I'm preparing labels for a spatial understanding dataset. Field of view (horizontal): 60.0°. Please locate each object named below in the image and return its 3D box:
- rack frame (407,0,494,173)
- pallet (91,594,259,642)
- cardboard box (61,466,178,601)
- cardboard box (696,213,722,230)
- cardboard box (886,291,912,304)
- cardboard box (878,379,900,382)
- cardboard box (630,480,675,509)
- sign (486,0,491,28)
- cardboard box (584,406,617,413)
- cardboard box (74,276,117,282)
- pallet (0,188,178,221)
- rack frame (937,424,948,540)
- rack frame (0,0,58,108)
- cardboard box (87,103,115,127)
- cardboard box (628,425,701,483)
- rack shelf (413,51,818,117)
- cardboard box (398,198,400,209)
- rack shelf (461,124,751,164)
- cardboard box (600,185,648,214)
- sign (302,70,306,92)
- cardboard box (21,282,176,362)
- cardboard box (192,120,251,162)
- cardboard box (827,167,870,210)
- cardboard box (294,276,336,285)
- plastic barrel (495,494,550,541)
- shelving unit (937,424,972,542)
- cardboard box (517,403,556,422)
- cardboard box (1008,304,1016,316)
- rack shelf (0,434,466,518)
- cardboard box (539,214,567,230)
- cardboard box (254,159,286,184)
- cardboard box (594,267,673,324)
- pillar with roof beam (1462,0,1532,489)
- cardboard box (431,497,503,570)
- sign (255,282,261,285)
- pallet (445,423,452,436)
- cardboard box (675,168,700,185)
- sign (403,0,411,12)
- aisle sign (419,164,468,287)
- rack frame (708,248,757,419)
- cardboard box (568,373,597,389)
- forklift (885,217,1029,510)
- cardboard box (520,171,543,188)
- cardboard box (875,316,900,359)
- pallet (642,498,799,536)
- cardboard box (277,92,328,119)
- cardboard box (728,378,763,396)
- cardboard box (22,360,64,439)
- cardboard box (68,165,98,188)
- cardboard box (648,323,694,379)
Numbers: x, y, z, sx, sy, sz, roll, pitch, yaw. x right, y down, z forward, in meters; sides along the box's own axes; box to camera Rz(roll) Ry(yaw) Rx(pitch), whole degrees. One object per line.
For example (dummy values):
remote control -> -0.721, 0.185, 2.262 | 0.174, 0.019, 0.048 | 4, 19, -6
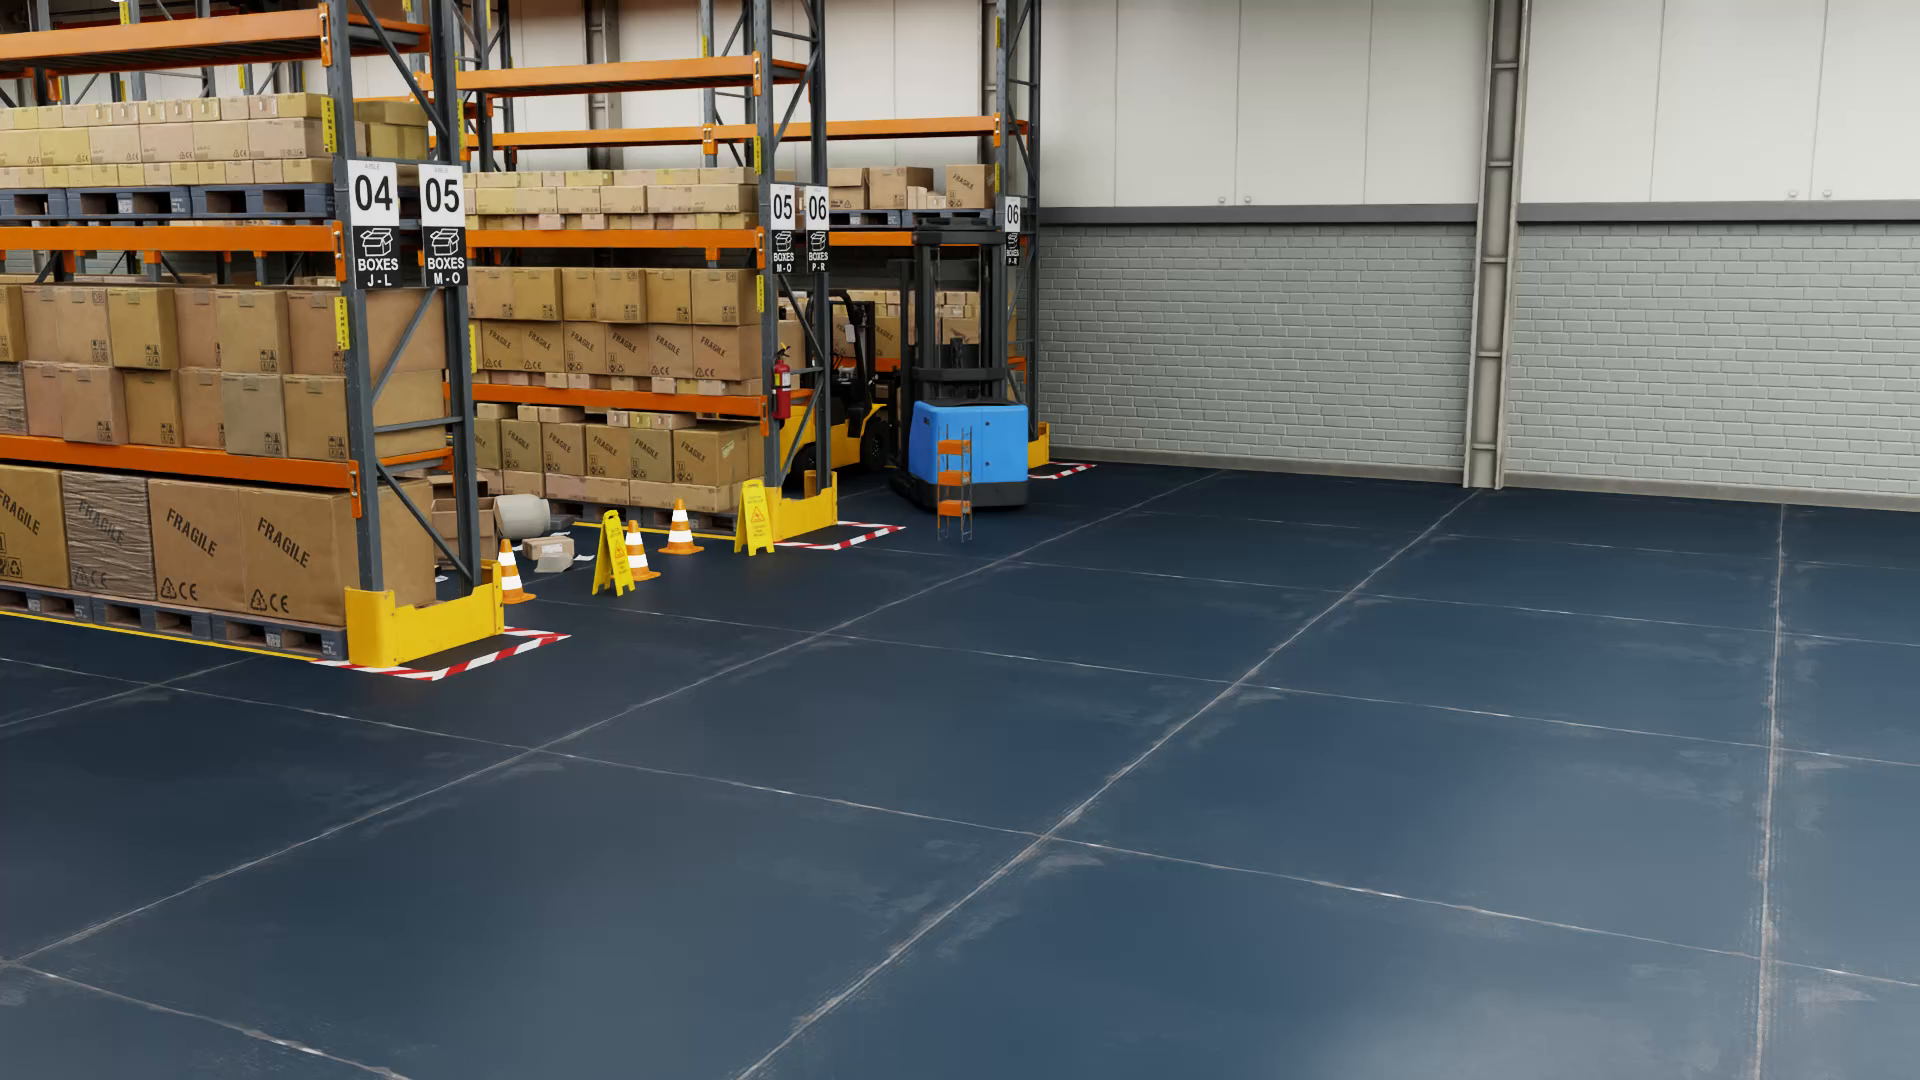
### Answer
rack frame -> -5.099, -4.821, 16.621 | 0.127, 3.000, 1.000 | 5, 11, 26
pallet -> -5.453, 0.470, 12.062 | 1.213, 0.211, 1.003 | 5, 11, 26
cardboard box -> -5.855, -0.101, 12.171 | 0.875, 0.875, 0.875 | 5, 11, 26
cardboard box -> -2.193, -2.904, 15.157 | 0.250, 0.149, 0.380 | 5, 11, 26
cardboard box -> -0.688, -2.922, 20.032 | 0.250, 0.149, 0.380 | 5, 12, 27
cardboard box -> -1.016, -1.882, 20.961 | 0.500, 0.250, 0.500 | 5, 11, 25
cardboard box -> -2.817, -0.471, 15.969 | 0.500, 0.250, 0.500 | 5, 11, 26
sign -> -4.842, -5.405, 17.002 | 0.005, 0.325, 0.100 | 5, 11, 26
cardboard box -> -4.746, -1.861, 22.599 | 0.625, 0.625, 0.875 | 5, 11, 23
cardboard box -> -9.729, -2.764, 19.010 | 0.500, 0.500, 0.500 | 5, 12, 27
pallet -> -6.469, -2.437, 12.119 | 1.213, 0.211, 1.003 | 5, 11, 26
rack frame -> -0.157, -0.530, 15.233 | 0.008, 1.050, 0.200 | 5, 11, 26
rack frame -> -7.199, -4.023, 12.209 | 0.127, 3.000, 1.000 | 5, 11, 26
cardboard box -> -5.658, -2.869, 11.261 | 0.250, 0.149, 0.380 | 5, 11, 26
cardboard box -> -2.815, -0.839, 15.898 | 0.500, 0.500, 0.500 | 6, 12, 28
rack shelf -> -3.305, -4.308, 15.815 | 4.000, 0.370, 1.077 | 5, 11, 26
cardboard box -> -5.687, -3.501, 16.991 | 0.500, 0.250, 0.500 | 5, 11, 25
rack shelf -> -4.700, -5.221, 21.974 | 4.000, 0.370, 1.077 | 5, 11, 26
cardboard box -> -3.008, -3.180, 15.561 | 0.500, 0.250, 0.500 | 5, 12, 27
sign -> -9.840, -6.871, 24.881 | 0.005, 0.325, 0.100 | 5, 11, 26
cardboard box -> -6.338, -1.617, 12.306 | 0.550, 0.550, 0.875 | 5, 11, 26
cardboard box -> -4.622, -2.593, 10.861 | 0.500, 0.250, 0.500 | 5, 11, 26
cardboard box -> -1.206, -4.275, 20.274 | 0.637, 0.503, 0.797 | 5, 12, 28
cardboard box -> -7.094, -2.822, 18.303 | 0.250, 0.149, 0.380 | 4, 11, 23
plastic barrel -> -4.034, -0.207, 15.207 | 0.512, 0.421, 0.421 | -4, 11, -23
shelving unit -> -0.048, -0.521, 15.180 | 0.252, 1.050, 0.215 | 5, 11, 26
cardboard box -> -4.142, -1.262, 16.414 | 0.250, 0.149, 0.380 | 6, 12, 28
cardboard box -> 0.492, -2.784, 20.106 | 0.250, 0.149, 0.380 | 5, 11, 24
rack shelf -> -5.405, -0.559, 11.937 | 4.000, 0.370, 1.077 | 5, 11, 26
cardboard box -> -3.811, -3.042, 15.920 | 0.250, 0.149, 0.380 | 5, 11, 25
cardboard box -> -4.285, -2.356, 10.667 | 0.250, 0.149, 0.380 | 5, 11, 26
cardboard box -> -3.020, -2.312, 15.678 | 0.500, 0.500, 0.700 | 5, 11, 25
pillar with roof beam -> 3.931, -4.338, 13.949 | 0.400, 9.000, 9.100 | 5, 11, 26
cardboard box -> -4.207, -0.060, 14.167 | 0.637, 0.503, 0.797 | -2, 11, -14
sign -> -10.313, -3.631, 24.461 | 0.005, 0.325, 0.100 | 5, 11, 26
pallet -> -7.146, -1.670, 23.886 | 1.213, 0.211, 1.003 | 5, 11, 26
cardboard box -> -2.397, -3.322, 15.226 | 0.250, 0.149, 0.380 | 5, 11, 25
sign -> -5.339, -5.270, 16.032 | 0.005, 0.325, 0.100 | 5, 11, 26
aisle sign -> -3.415, -2.077, 11.004 | 0.004, 0.787, 0.394 | 5, 11, 26
rack frame -> -2.906, -2.662, 21.538 | 0.127, 3.000, 1.000 | 5, 11, 26
cardboard box -> -3.577, -1.552, 16.108 | 0.250, 0.149, 0.380 | 5, 11, 26
forklift -> -0.161, -1.969, 17.900 | 1.130, 2.935, 3.031 | -3, 11, -14
cardboard box -> -4.013, -3.463, 16.003 | 0.250, 0.149, 0.380 | 5, 11, 24
cardboard box -> -0.797, -2.476, 20.226 | 0.500, 0.500, 0.500 | 5, 11, 25
pallet -> -2.293, -0.258, 16.080 | 1.213, 0.211, 1.003 | 5, 11, 26
cardboard box -> -4.064, -2.729, 10.487 | 0.250, 0.149, 0.380 | 5, 11, 26
cardboard box -> -1.942, -1.426, 15.411 | 0.250, 0.149, 0.380 | 5, 12, 28
cardboard box -> -6.359, -1.078, 12.361 | 0.550, 0.550, 0.875 | 5, 11, 26
cardboard box -> -5.879, -2.496, 11.441 | 0.250, 0.149, 0.380 | 5, 11, 26
cardboard box -> -2.567, -1.789, 15.594 | 0.500, 0.500, 0.500 | 5, 11, 26
